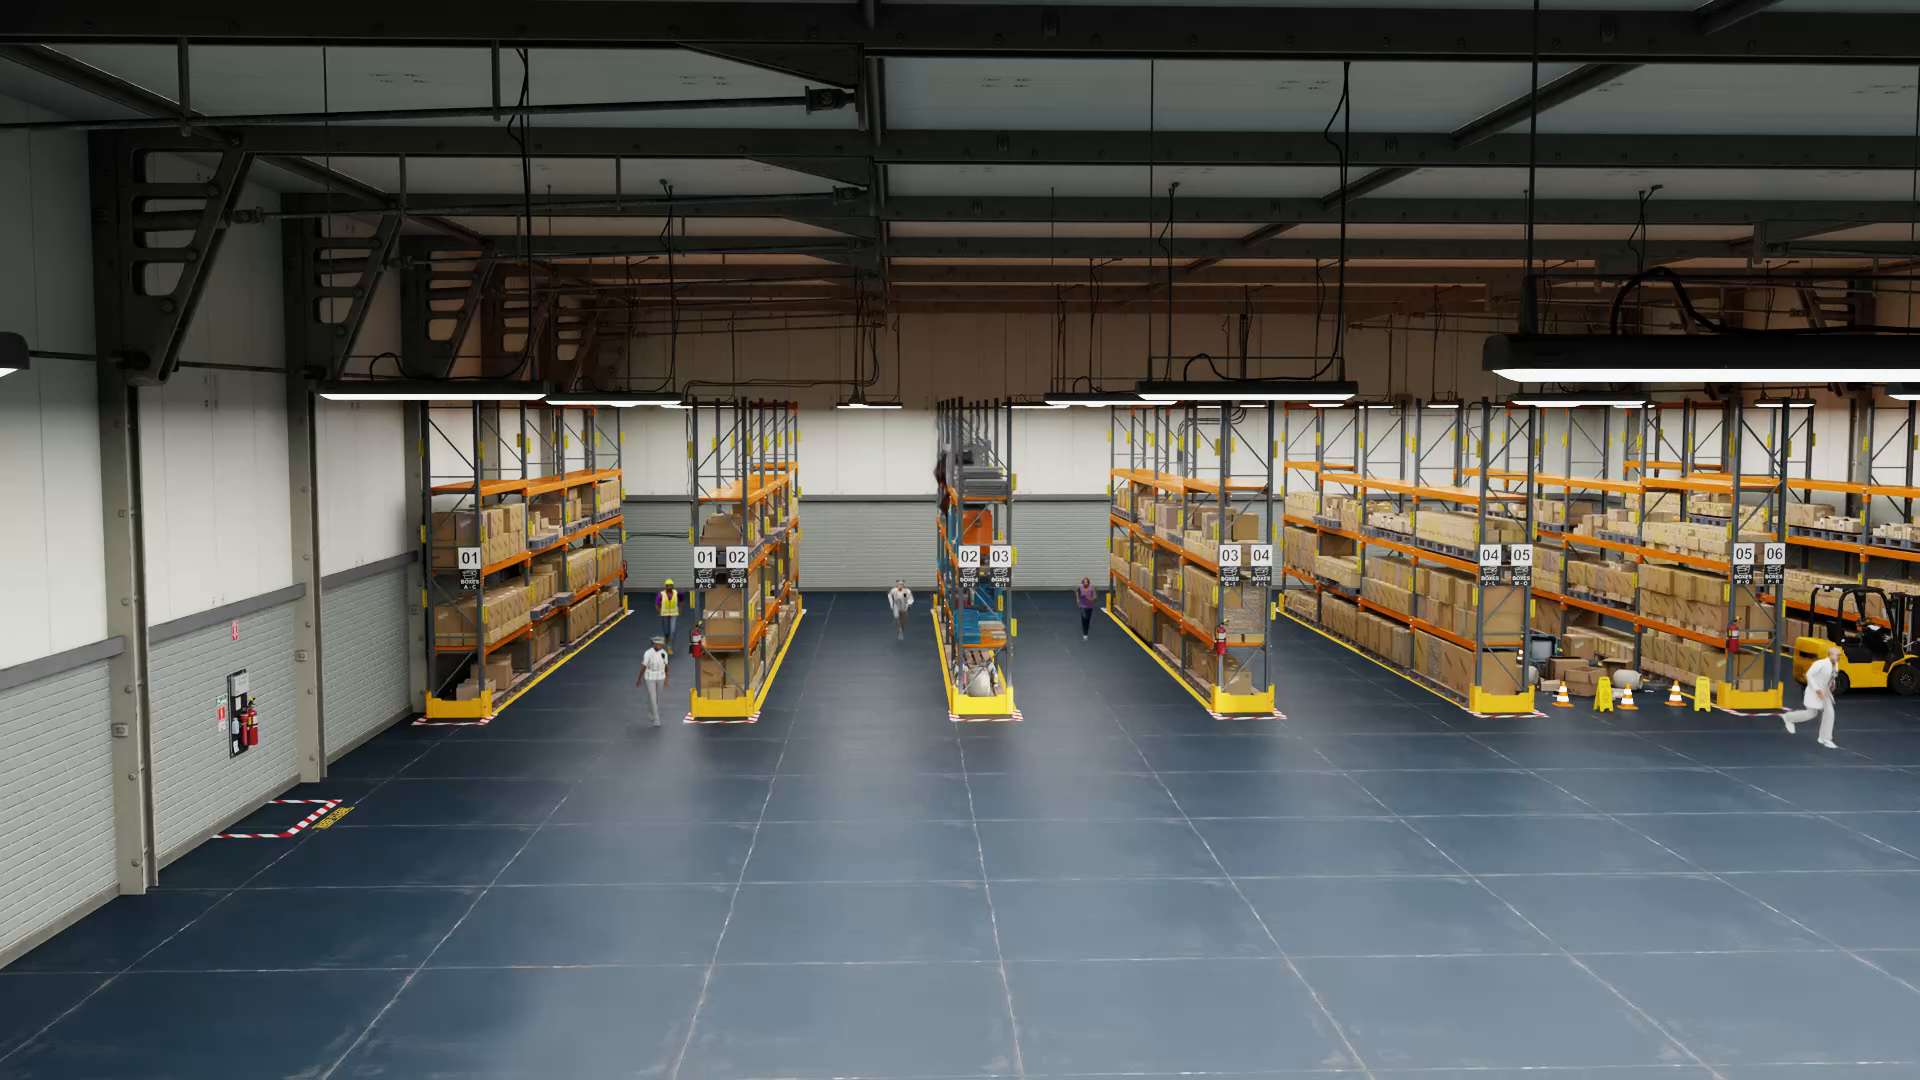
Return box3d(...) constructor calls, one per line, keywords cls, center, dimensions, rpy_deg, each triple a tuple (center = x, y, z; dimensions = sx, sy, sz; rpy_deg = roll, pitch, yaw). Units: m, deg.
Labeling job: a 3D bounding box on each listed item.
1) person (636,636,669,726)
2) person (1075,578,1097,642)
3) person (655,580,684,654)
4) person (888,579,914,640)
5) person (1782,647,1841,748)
box3d(cls="person", center=(-5.593, 2.552, 30.489), dimensions=(0.541, 1.575, 1.048), rpy_deg=(-3, 5, -35))
box3d(cls="person", center=(3.173, 1.715, 41.808), dimensions=(0.539, 1.595, 0.941), rpy_deg=(0, 4, 1))
box3d(cls="person", center=(-6.912, 1.815, 39.609), dimensions=(0.708, 1.765, 0.814), rpy_deg=(-1, 4, -11))
box3d(cls="person", center=(-1.442, 1.704, 40.686), dimensions=(0.619, 1.561, 1.025), rpy_deg=(0, 4, -4))
box3d(cls="person", center=(14.742, 2.671, 28.745), dimensions=(0.730, 1.737, 1.028), rpy_deg=(-3, 5, -34))
